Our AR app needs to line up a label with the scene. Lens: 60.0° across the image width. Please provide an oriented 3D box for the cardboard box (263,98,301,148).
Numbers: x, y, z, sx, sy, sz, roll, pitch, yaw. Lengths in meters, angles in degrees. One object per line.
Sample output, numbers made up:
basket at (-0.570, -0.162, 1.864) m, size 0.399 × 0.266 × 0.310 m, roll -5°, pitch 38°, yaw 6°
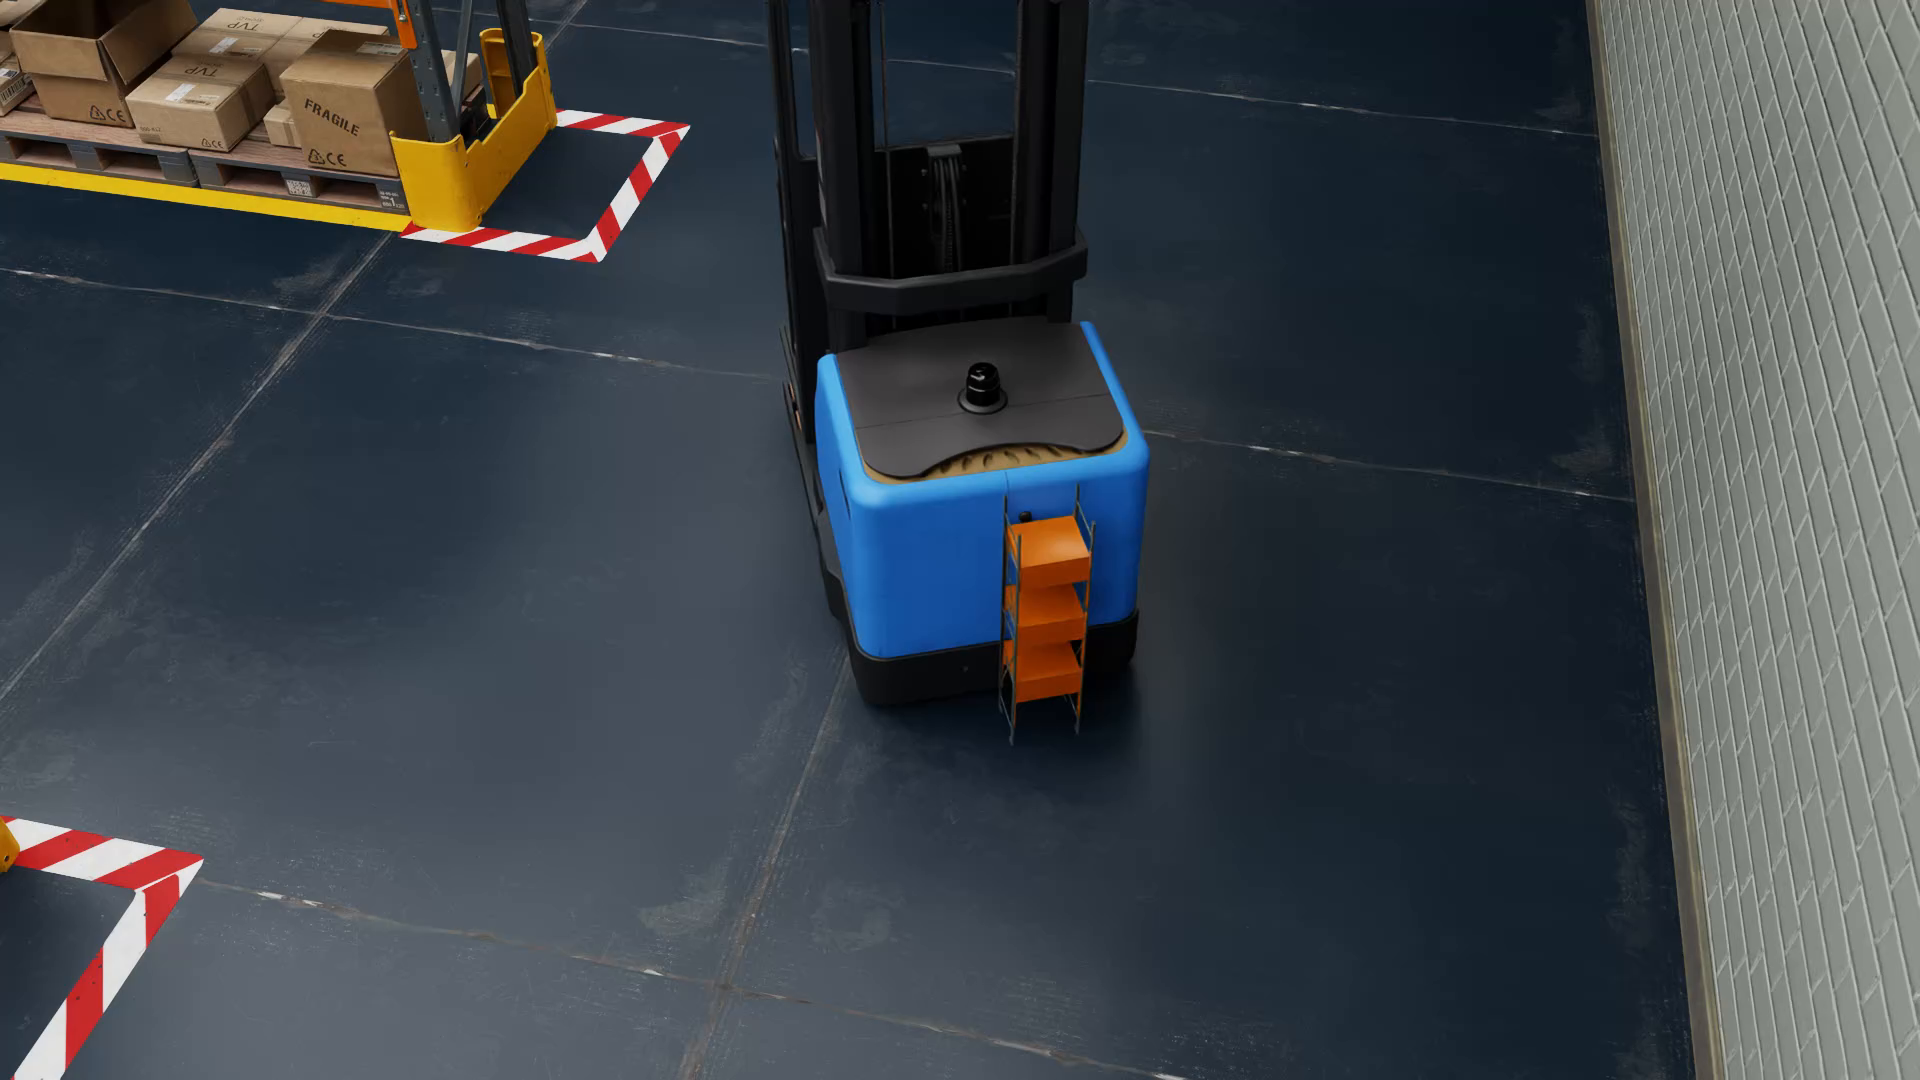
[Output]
cardboard box at (-3.376, -2.200, 8.598) m, size 0.250 × 0.166 × 0.380 m, roll 9°, pitch 45°, yaw 9°

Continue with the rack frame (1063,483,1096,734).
rack frame at (0.405, 0.259, 5.723) m, size 0.008 × 1.050 × 0.200 m, roll -9°, pitch 45°, yaw -9°

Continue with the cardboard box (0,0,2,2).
cardboard box at (-5.702, -2.994, 9.183) m, size 0.500 × 0.500 × 0.500 m, roll 9°, pitch 45°, yaw 9°

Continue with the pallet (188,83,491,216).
pallet at (-3.269, -2.151, 8.833) m, size 1.213 × 0.211 × 1.003 m, roll 9°, pitch 45°, yaw 9°

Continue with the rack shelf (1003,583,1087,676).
rack shelf at (0.286, 0.286, 5.710) m, size 0.240 × 0.259 × 0.215 m, roll -9°, pitch 45°, yaw -9°

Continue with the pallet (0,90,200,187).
pallet at (-4.456, -2.337, 9.026) m, size 1.213 × 0.211 × 1.003 m, roll 9°, pitch 45°, yaw 9°

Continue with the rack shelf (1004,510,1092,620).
rack shelf at (0.286, 0.082, 5.512) m, size 0.240 × 0.259 × 0.215 m, roll -9°, pitch 45°, yaw -9°

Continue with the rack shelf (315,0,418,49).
rack shelf at (-4.368, -3.068, 8.293) m, size 4.000 × 0.370 × 1.077 m, roll 9°, pitch 45°, yaw 9°

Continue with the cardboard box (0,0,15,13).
cardboard box at (-5.323, -2.851, 9.287) m, size 0.250 × 0.149 × 0.380 m, roll 9°, pitch 45°, yaw 9°

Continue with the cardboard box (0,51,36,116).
cardboard box at (-5.111, -2.434, 8.841) m, size 0.250 × 0.166 × 0.380 m, roll 9°, pitch 45°, yaw 9°

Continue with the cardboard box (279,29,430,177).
cardboard box at (-3.001, -2.198, 8.356) m, size 0.500 × 0.500 × 0.500 m, roll 9°, pitch 45°, yaw 9°

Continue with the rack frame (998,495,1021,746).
rack frame at (0.167, 0.297, 5.683) m, size 0.008 × 1.050 × 0.200 m, roll -9°, pitch 45°, yaw -9°

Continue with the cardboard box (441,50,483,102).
cardboard box at (-2.750, -2.452, 8.873) m, size 0.250 × 0.149 × 0.380 m, roll 9°, pitch 45°, yaw 9°

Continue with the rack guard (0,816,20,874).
rack guard at (-3.475, 1.223, 5.119) m, size 0.348 × 0.500 × 1.175 m, roll 9°, pitch 45°, yaw 9°

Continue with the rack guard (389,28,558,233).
rack guard at (-2.491, -2.135, 8.608) m, size 0.348 × 0.500 × 1.175 m, roll 9°, pitch 45°, yaw 9°

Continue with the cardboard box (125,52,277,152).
cardboard box at (-3.921, -2.272, 8.613) m, size 0.500 × 0.250 × 0.500 m, roll 9°, pitch 45°, yaw 9°

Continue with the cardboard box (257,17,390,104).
cardboard box at (-3.373, -2.542, 8.894) m, size 0.500 × 0.250 × 0.500 m, roll 9°, pitch 45°, yaw 9°

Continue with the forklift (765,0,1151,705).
forklift at (-0.156, -1.495, 6.189) m, size 1.130 × 2.935 × 3.031 m, roll -8°, pitch 45°, yaw -9°

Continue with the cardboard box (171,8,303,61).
cardboard box at (-3.861, -2.618, 8.972) m, size 0.500 × 0.250 × 0.500 m, roll 9°, pitch 45°, yaw 9°

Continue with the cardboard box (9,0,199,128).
cardboard box at (-4.485, -2.608, 8.780) m, size 0.637 × 0.503 × 0.797 m, roll 9°, pitch 45°, yaw 9°

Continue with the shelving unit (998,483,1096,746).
shelving unit at (0.286, 0.278, 5.703) m, size 0.252 × 1.050 × 0.215 m, roll -9°, pitch 45°, yaw -9°

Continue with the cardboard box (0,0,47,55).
cardboard box at (-4.970, -2.812, 9.130) m, size 0.500 × 0.311 × 0.500 m, roll 9°, pitch 45°, yaw 9°

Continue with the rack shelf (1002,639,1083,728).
rack shelf at (0.286, 0.485, 5.904) m, size 0.240 × 0.259 × 0.215 m, roll -9°, pitch 45°, yaw -9°

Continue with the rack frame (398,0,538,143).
rack frame at (-2.416, -3.024, 7.729) m, size 0.127 × 3.000 × 1.000 m, roll 9°, pitch 45°, yaw 9°
